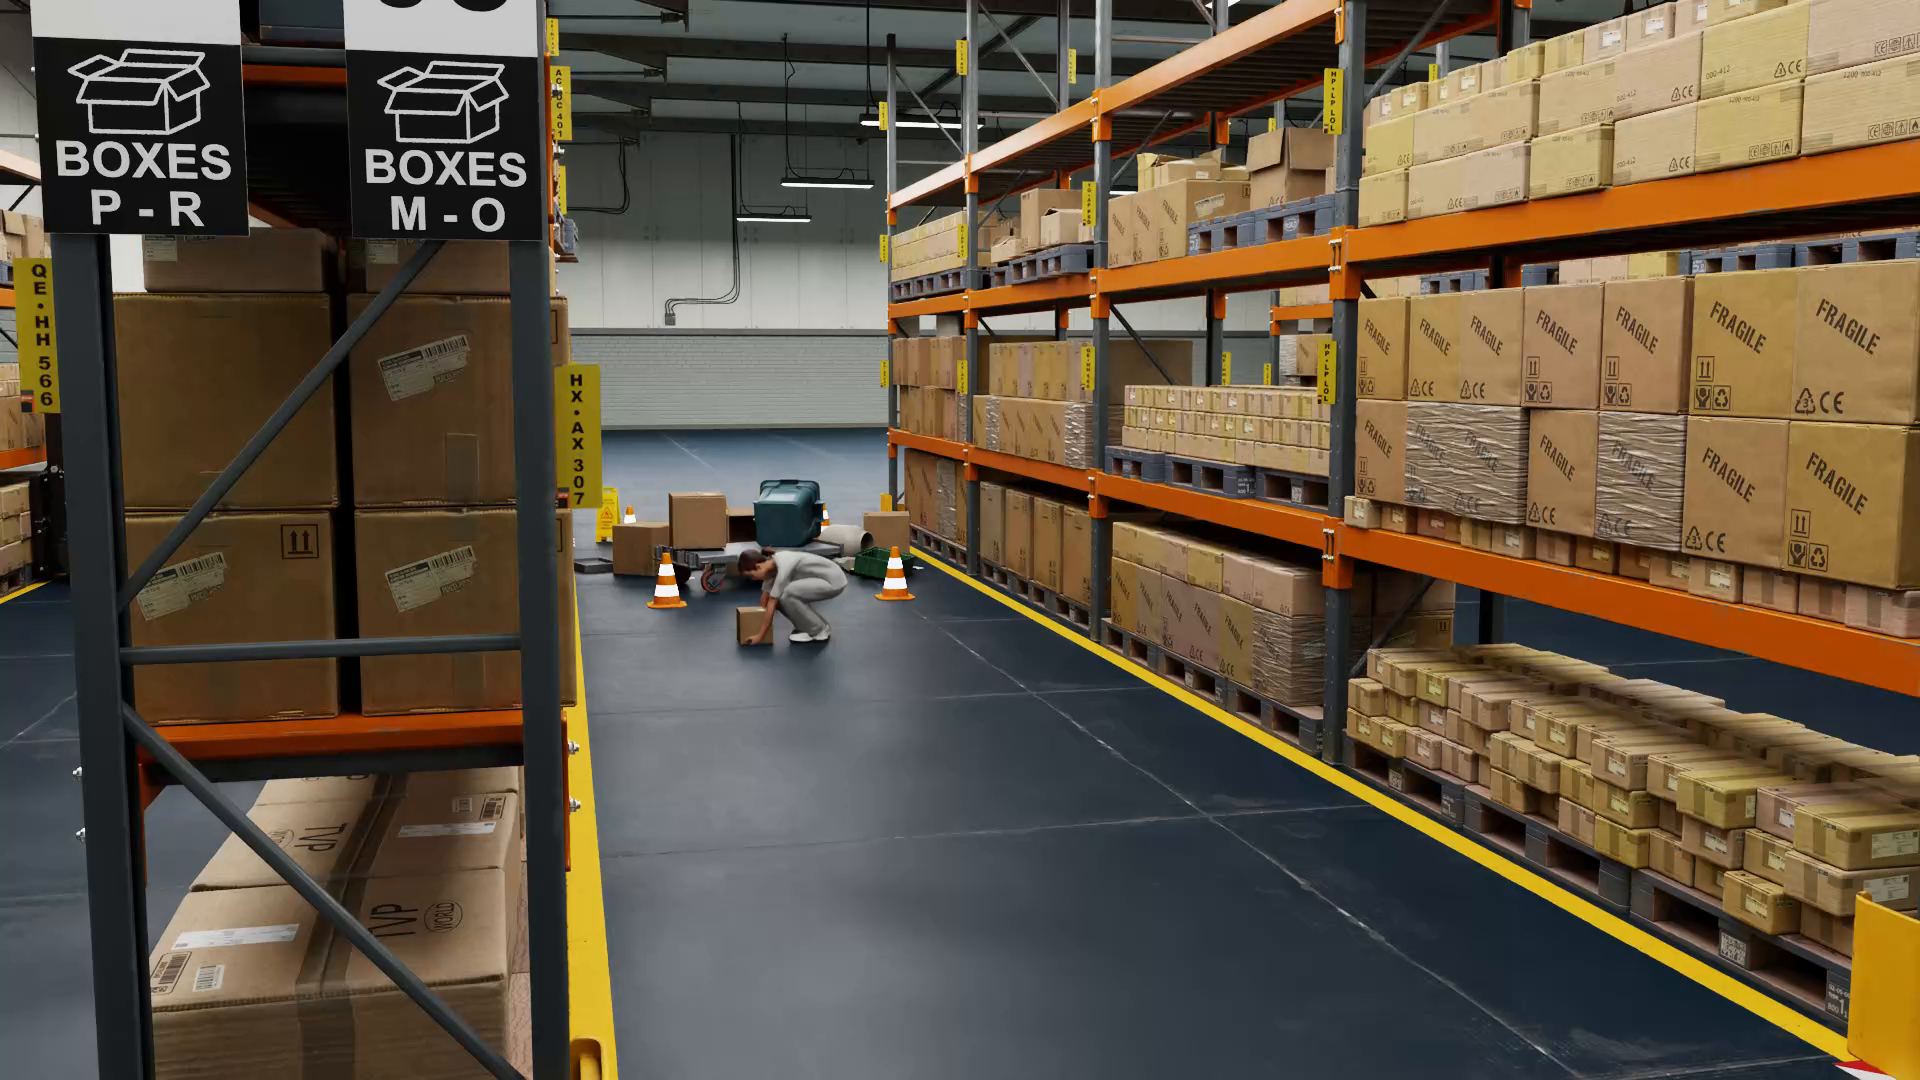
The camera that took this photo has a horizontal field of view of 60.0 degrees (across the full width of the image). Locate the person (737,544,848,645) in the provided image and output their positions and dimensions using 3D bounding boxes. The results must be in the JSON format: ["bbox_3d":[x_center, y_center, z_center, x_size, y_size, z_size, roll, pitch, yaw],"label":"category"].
[{"bbox_3d":[-1.287,0.417,12.773,0.848,0.793,0.456,-2,6,-15],"label":"person"}]
